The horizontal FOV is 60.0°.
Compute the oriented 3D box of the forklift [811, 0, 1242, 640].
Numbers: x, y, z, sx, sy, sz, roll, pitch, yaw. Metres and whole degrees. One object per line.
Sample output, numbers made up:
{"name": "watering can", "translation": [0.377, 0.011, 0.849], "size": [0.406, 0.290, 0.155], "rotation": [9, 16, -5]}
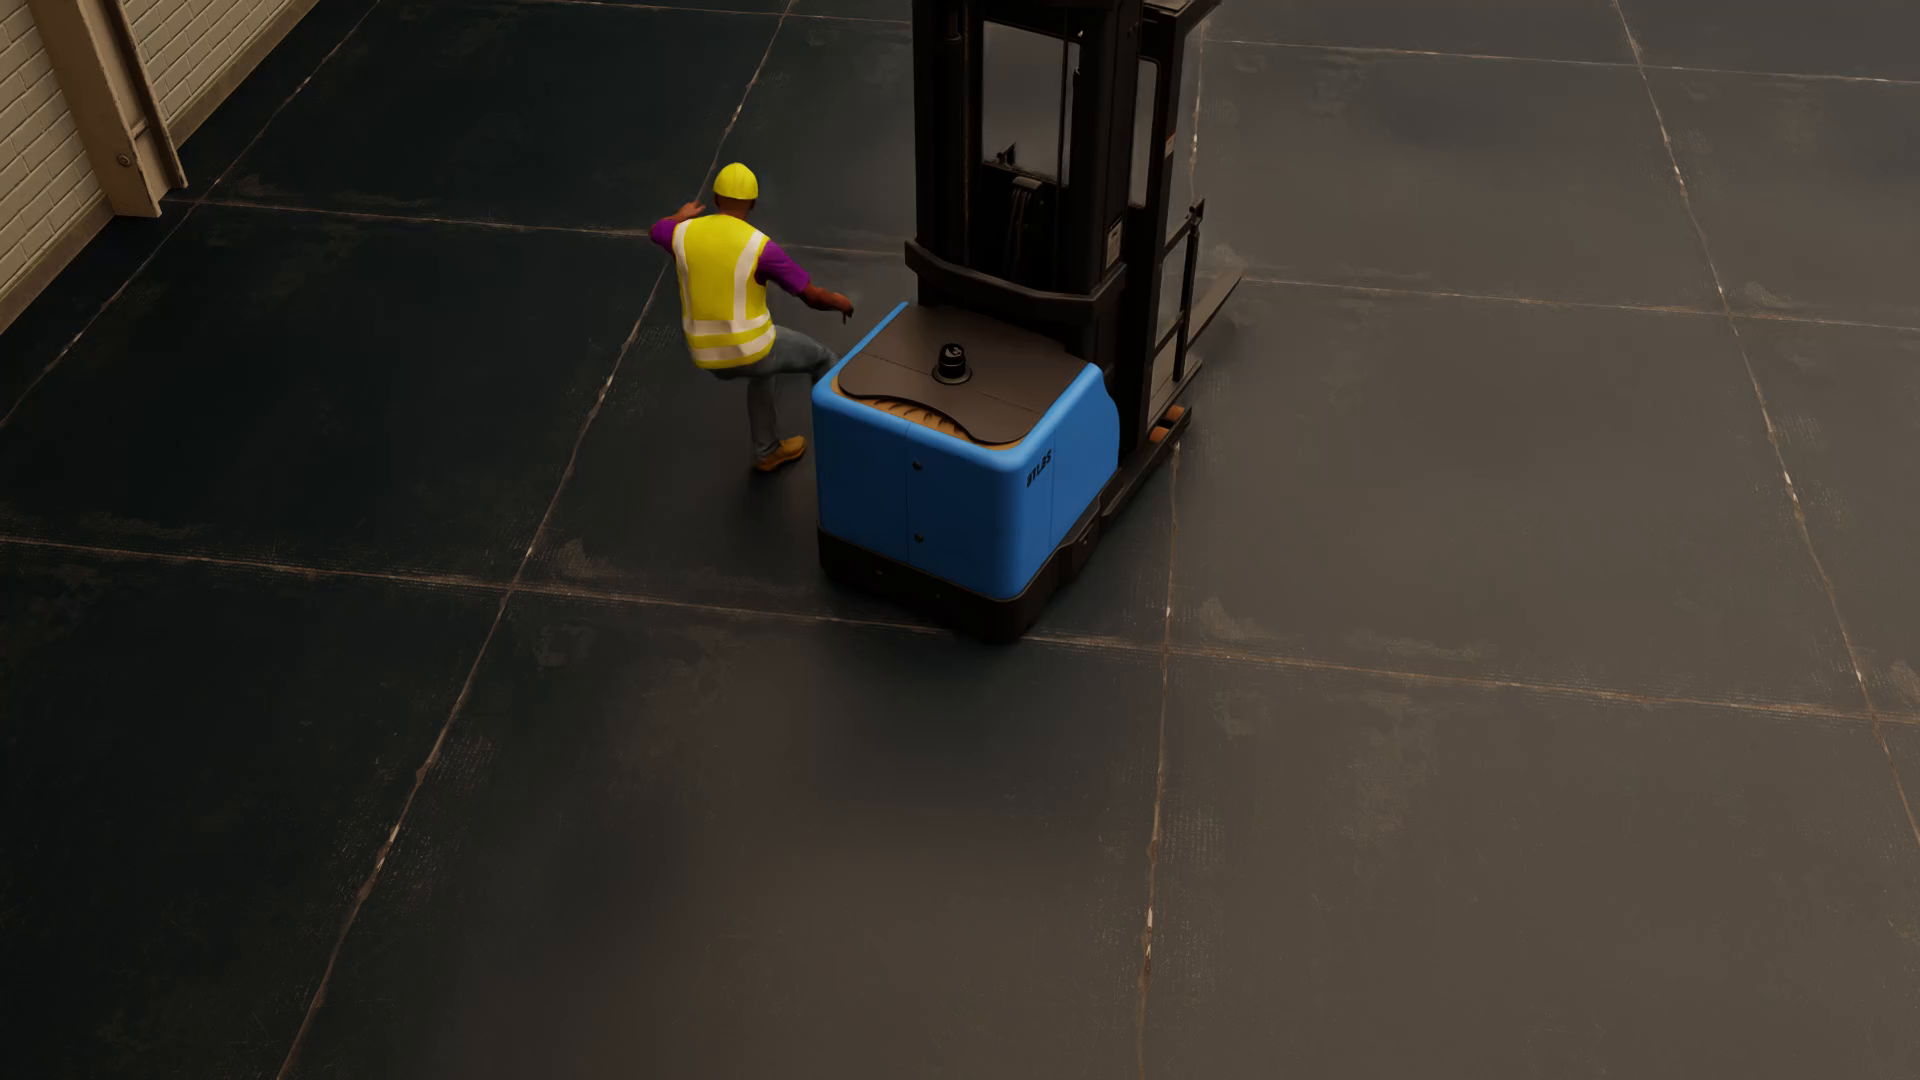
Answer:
{"name": "forklift", "translation": [0.519, -1.625, 7.493], "size": [1.130, 2.935, 3.031], "rotation": [21, 47, 21]}

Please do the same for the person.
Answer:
{"name": "person", "translation": [-0.856, -1.098, 7.973], "size": [1.308, 1.501, 0.918], "rotation": [10, 44, 11]}
